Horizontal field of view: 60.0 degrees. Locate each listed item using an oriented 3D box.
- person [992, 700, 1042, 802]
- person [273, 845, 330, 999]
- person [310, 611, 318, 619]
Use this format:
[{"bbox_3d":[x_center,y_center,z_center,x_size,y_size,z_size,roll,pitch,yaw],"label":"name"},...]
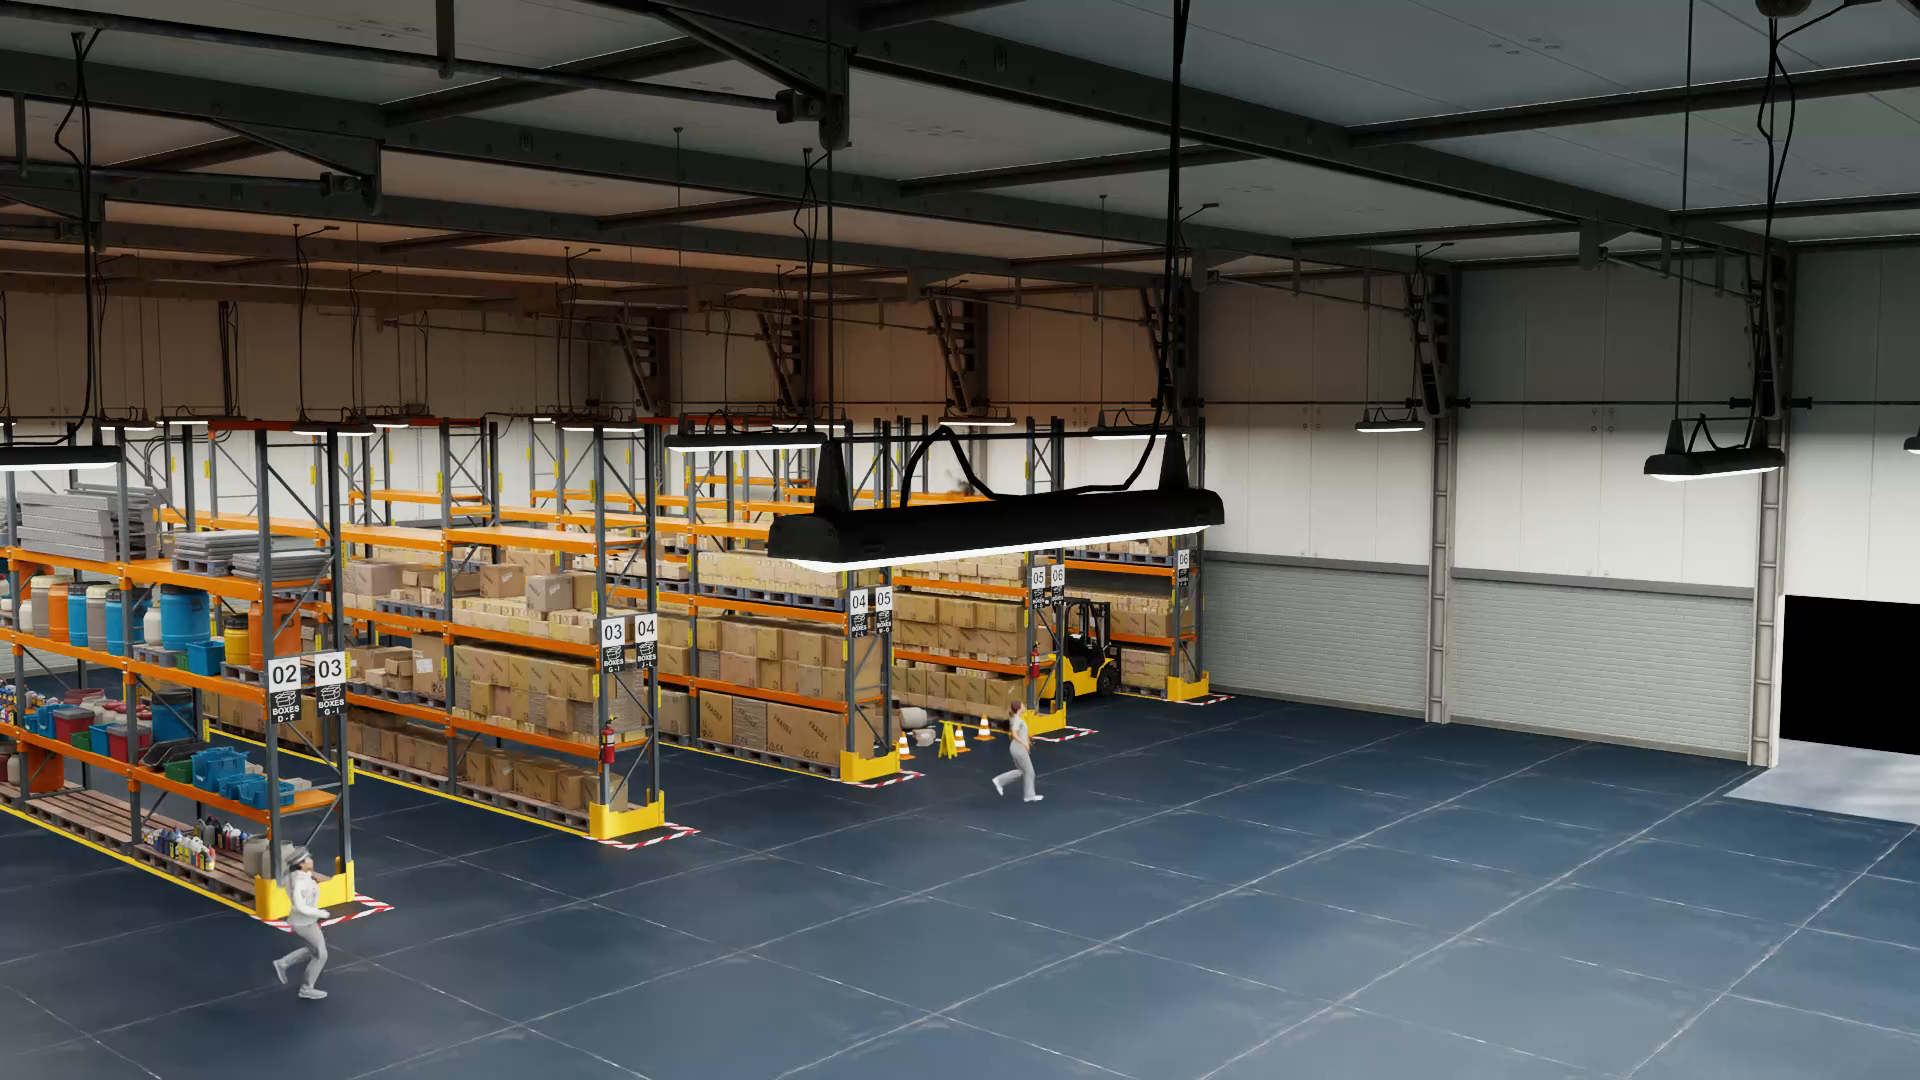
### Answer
[{"bbox_3d":[0.922,3.337,26.266,0.793,1.642,0.597,-1,5,-8],"label":"person"},{"bbox_3d":[-6.976,4.052,17.603,0.554,1.661,0.664,-3,5,-29],"label":"person"},{"bbox_3d":[-14.441,2.413,37.132,0.727,1.673,0.518,-2,5,-21],"label":"person"}]
